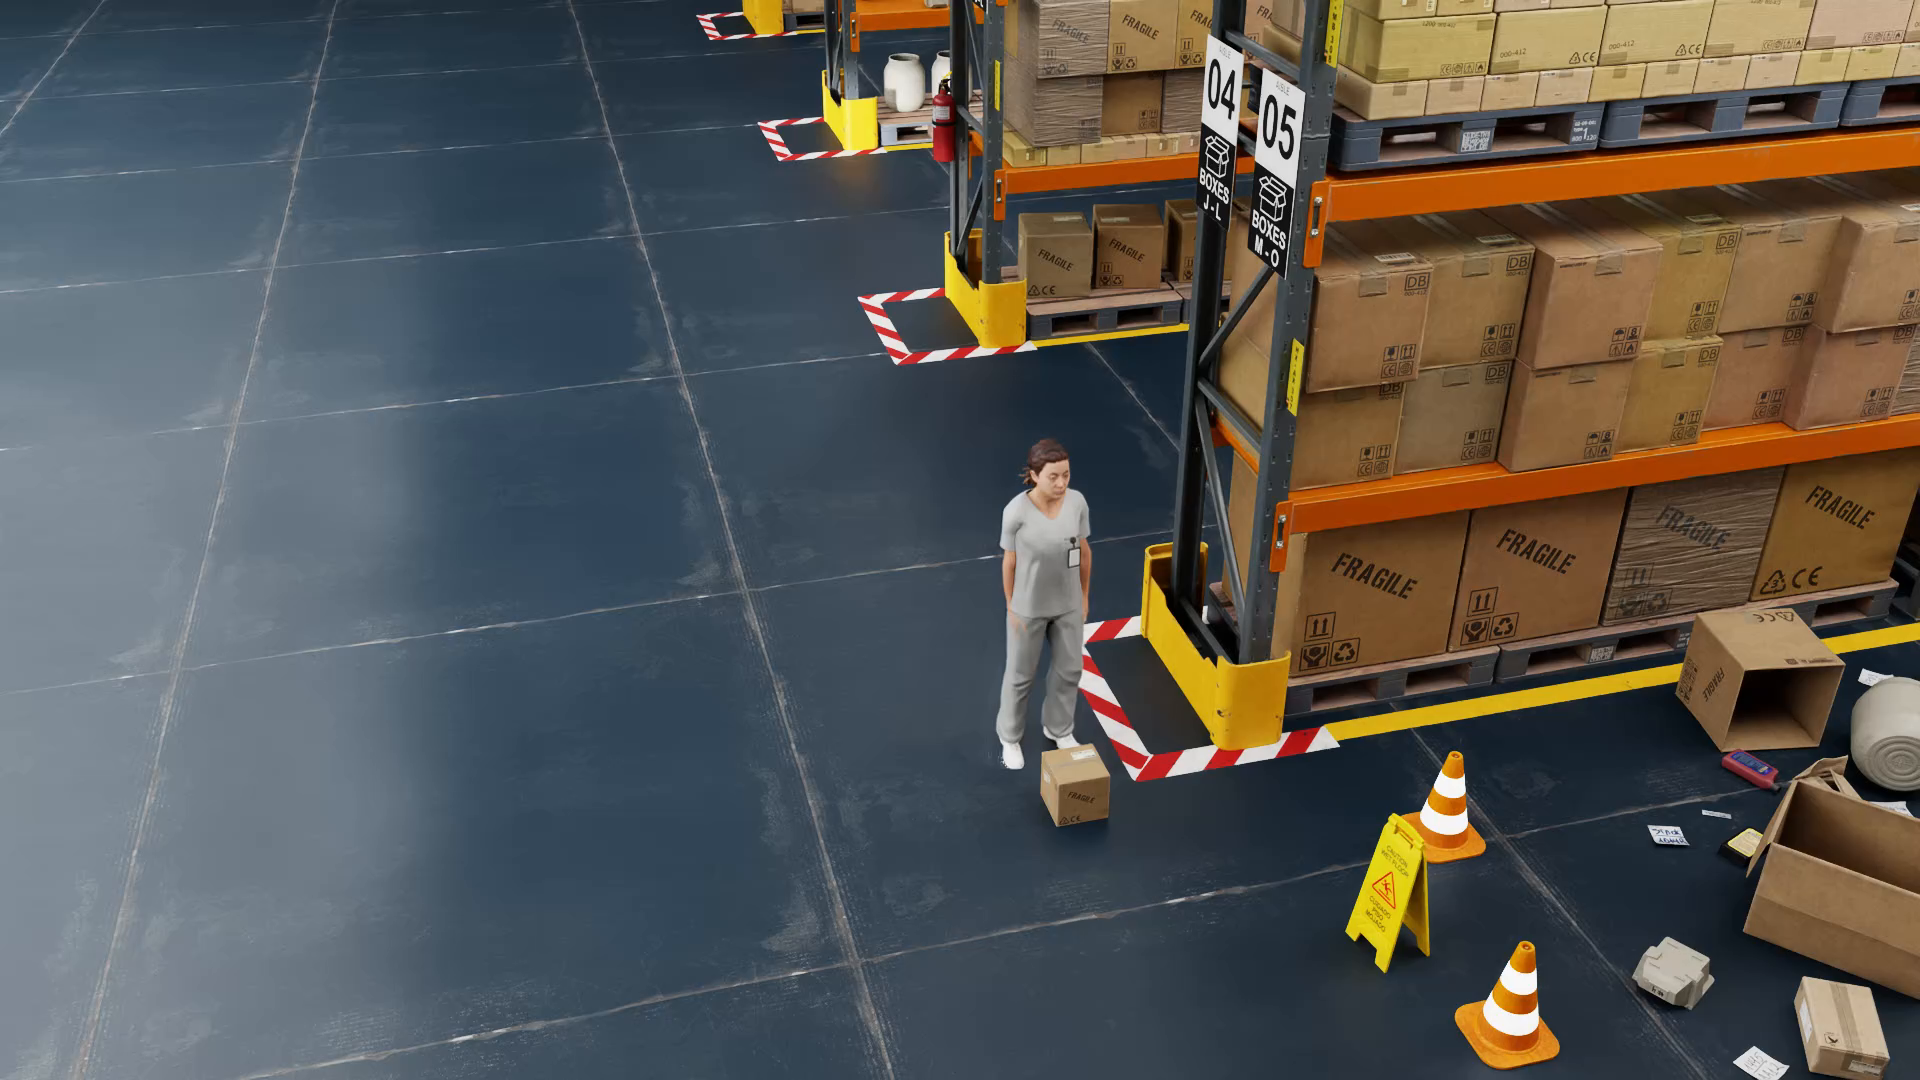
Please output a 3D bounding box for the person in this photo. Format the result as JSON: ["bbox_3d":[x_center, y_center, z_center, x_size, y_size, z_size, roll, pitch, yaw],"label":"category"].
[{"bbox_3d":[0.398,0.297,7.747,0.437,1.677,0.363,-10,32,-16],"label":"person"}]
